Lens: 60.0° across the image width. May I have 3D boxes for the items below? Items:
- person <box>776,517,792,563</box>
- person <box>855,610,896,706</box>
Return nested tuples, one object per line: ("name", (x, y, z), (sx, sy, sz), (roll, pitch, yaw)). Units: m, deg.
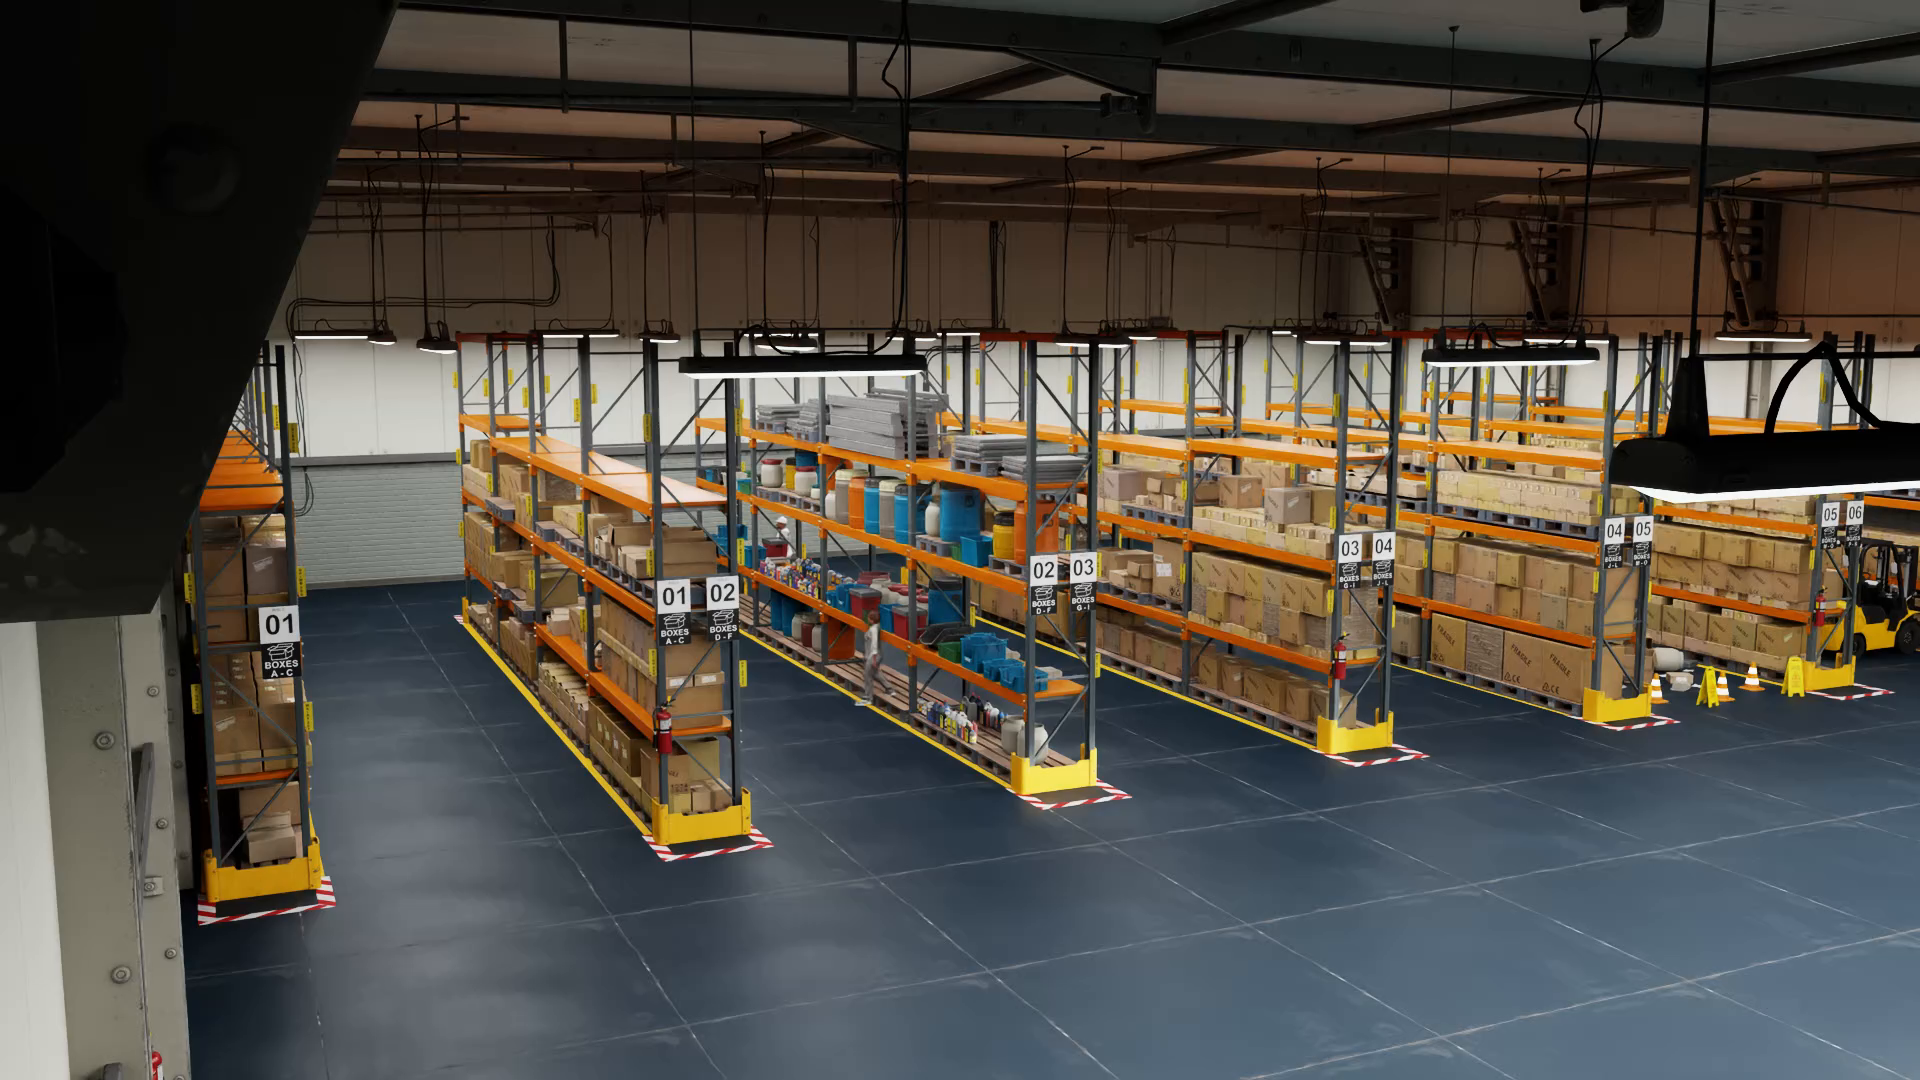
("person", (-4.016, 0.377, 37.812), (0.542, 1.830, 0.616), (0, 8, 2))
("person", (-1.375, 1.908, 26.881), (0.687, 1.600, 0.475), (1, 8, 10))
